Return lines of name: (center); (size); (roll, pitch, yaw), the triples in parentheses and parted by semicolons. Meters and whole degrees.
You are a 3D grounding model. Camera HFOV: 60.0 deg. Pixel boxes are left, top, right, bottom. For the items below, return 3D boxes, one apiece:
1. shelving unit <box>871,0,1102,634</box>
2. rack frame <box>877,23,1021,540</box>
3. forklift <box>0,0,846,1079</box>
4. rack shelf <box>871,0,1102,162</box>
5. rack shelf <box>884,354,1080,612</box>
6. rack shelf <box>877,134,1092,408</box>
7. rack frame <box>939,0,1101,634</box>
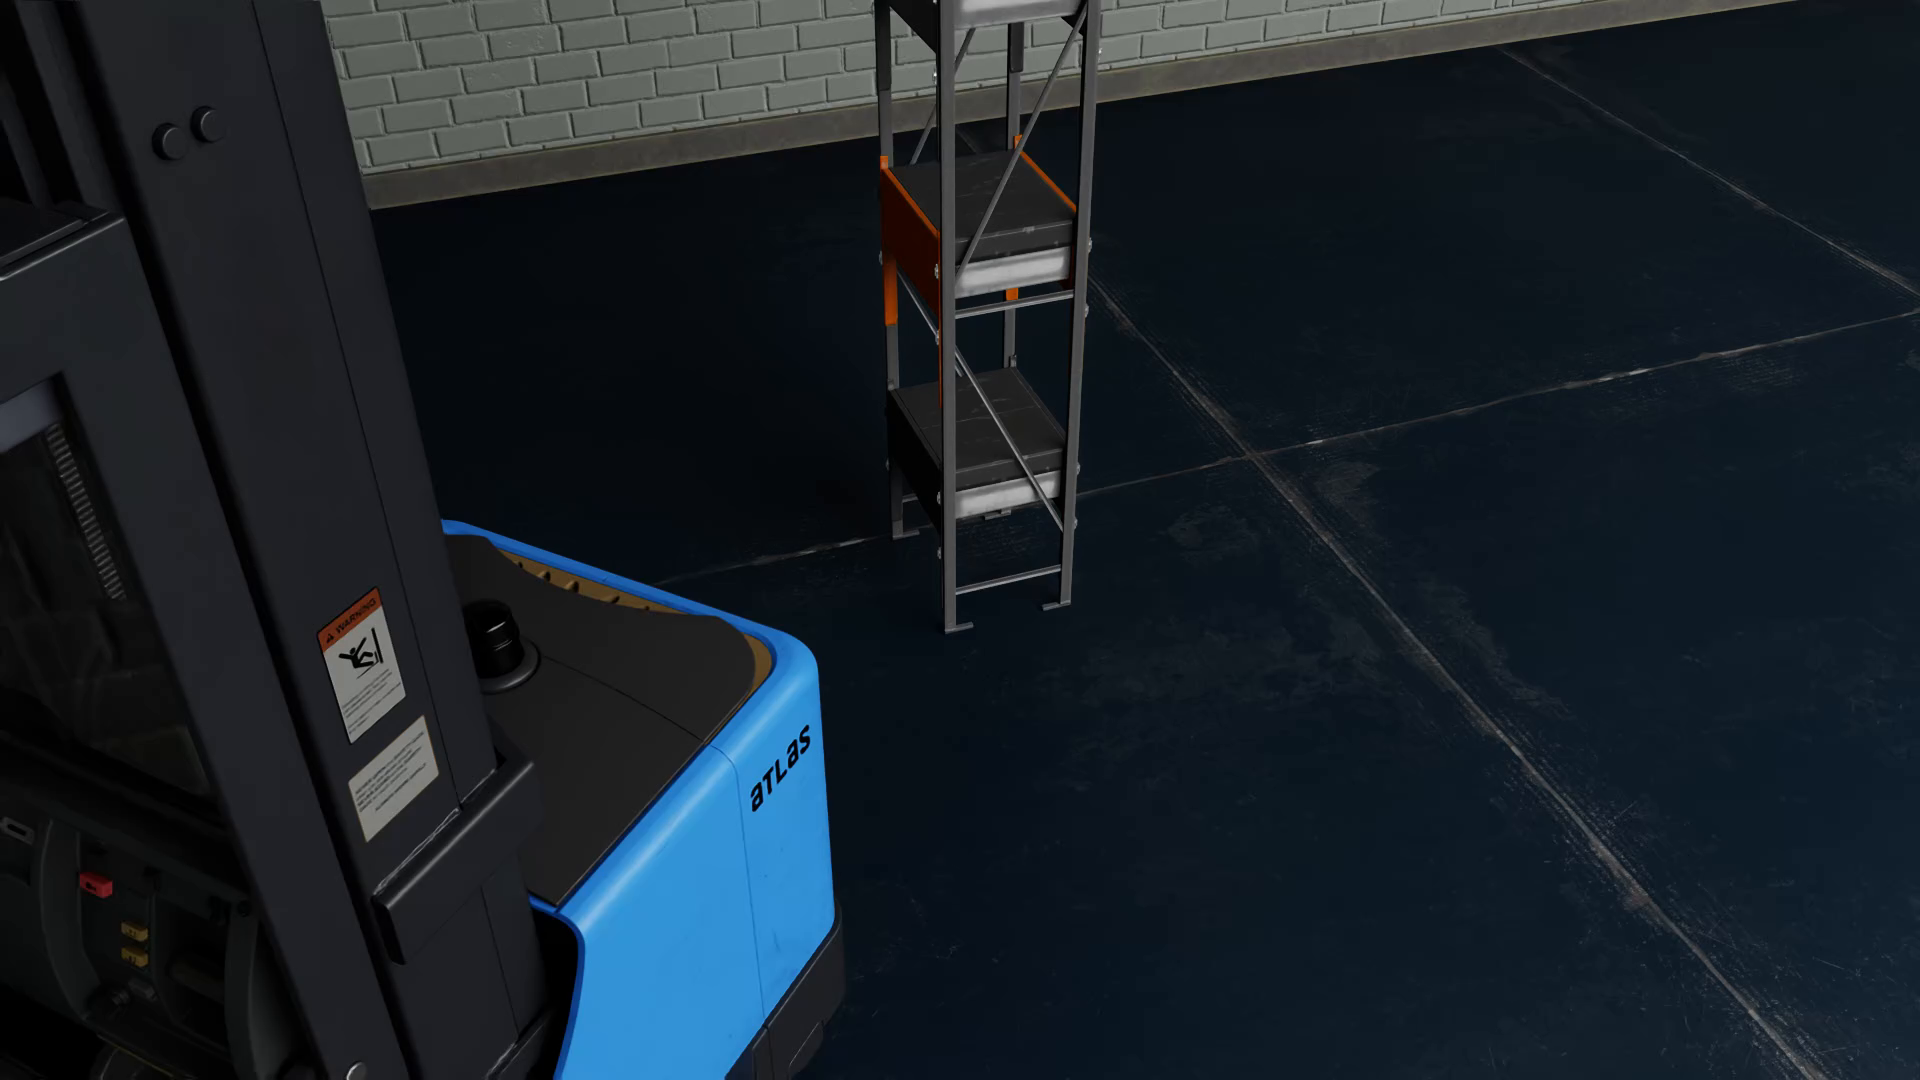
shelving unit: (0.057, -0.745, 4.494); (0.431, 2.100, 0.503); (-12, 39, -16)
rack frame: (-0.027, -0.883, 4.677); (0.400, 2.100, 0.015); (-12, 39, -16)
forklift: (-1.375, 0.544, 2.092); (1.130, 2.935, 3.031); (17, 40, 21)
rack shelf: (0.057, -1.293, 4.081); (0.431, 0.518, 0.480); (-12, 39, -16)
rack shelf: (0.057, -0.175, 4.924); (0.431, 0.518, 0.480); (-12, 39, -16)
rack shelf: (0.057, -0.734, 4.502); (0.431, 0.518, 0.480); (-12, 39, -16)
rack frame: (0.141, -0.607, 4.311); (0.400, 2.100, 0.015); (-12, 39, -16)
